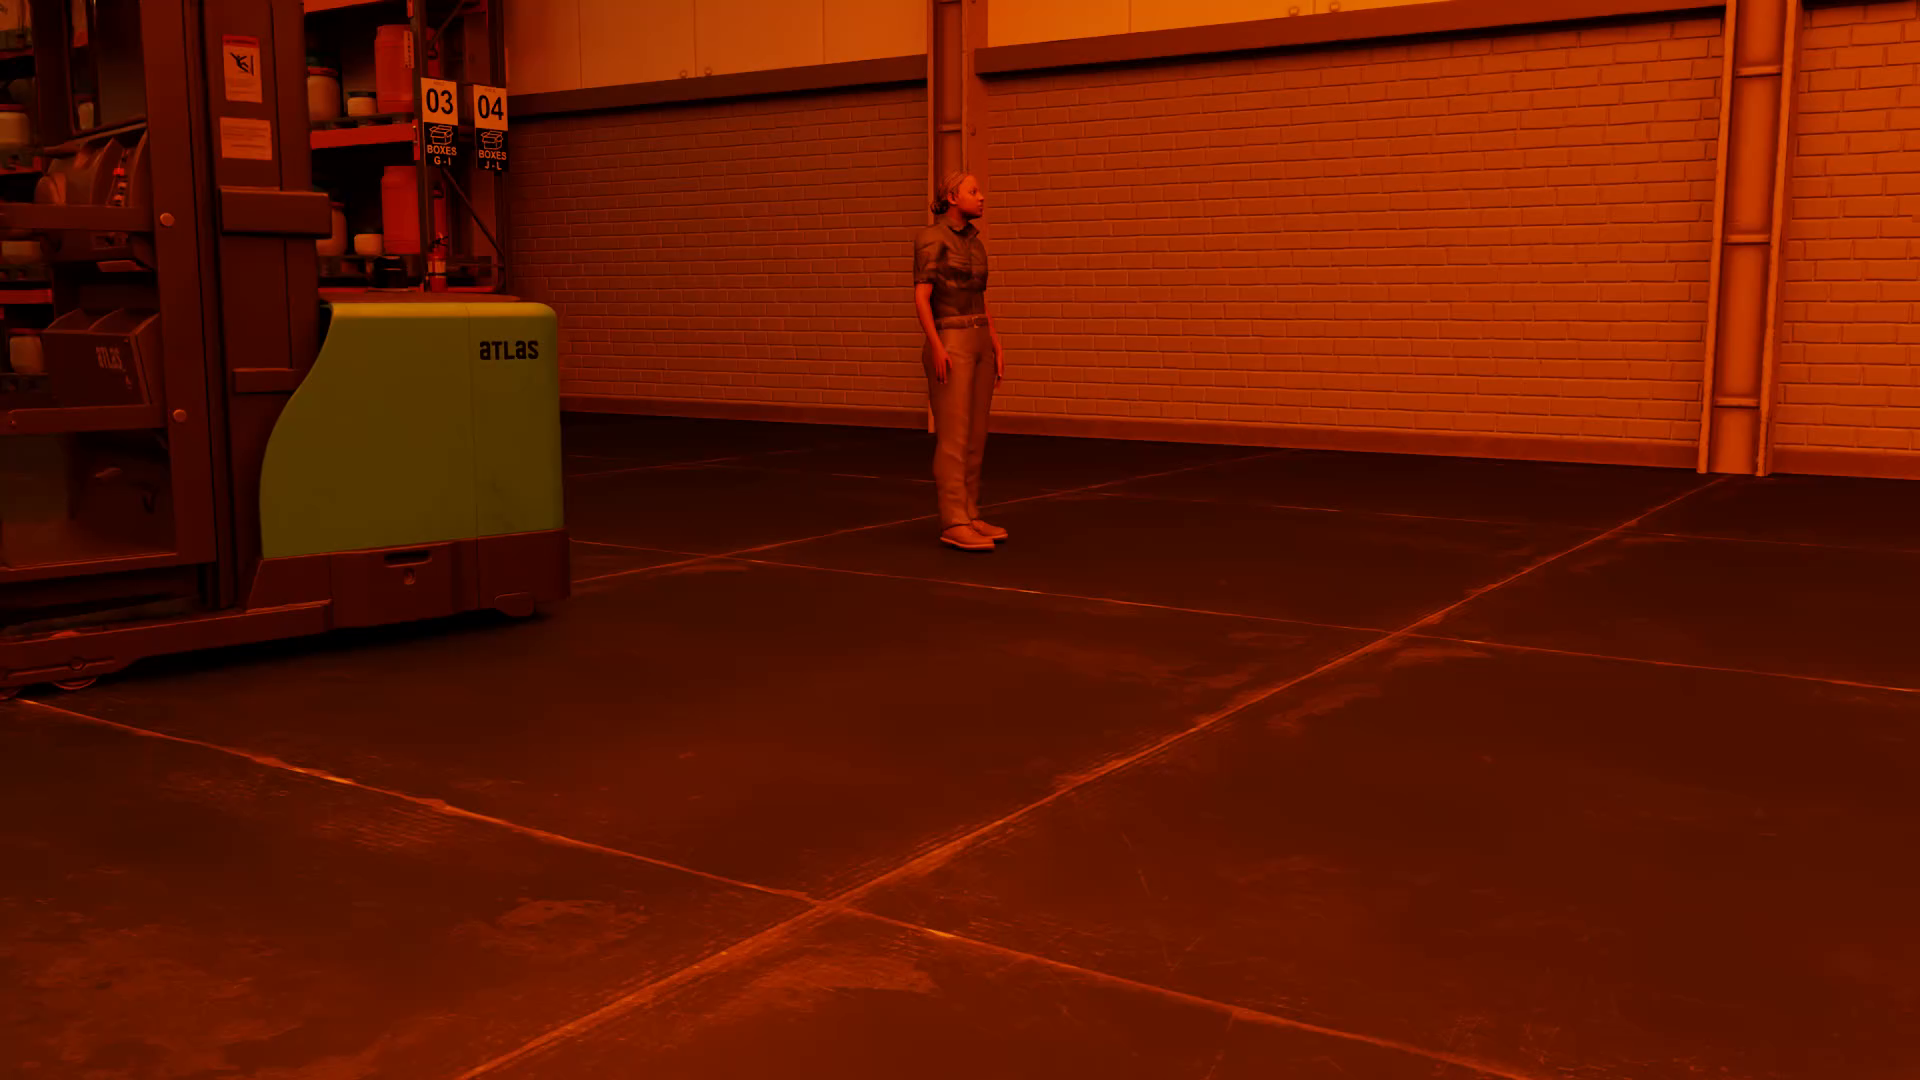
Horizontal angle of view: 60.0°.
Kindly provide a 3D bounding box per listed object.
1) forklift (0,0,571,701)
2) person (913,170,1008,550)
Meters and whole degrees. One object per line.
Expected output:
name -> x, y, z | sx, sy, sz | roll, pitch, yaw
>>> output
forklift -> -2.768, -1.095, 4.890 | 3.031, 2.935, 1.130 | -7, 11, -42
person -> 0.061, -0.817, 7.421 | 0.504, 1.654, 0.569 | 5, 10, 34
